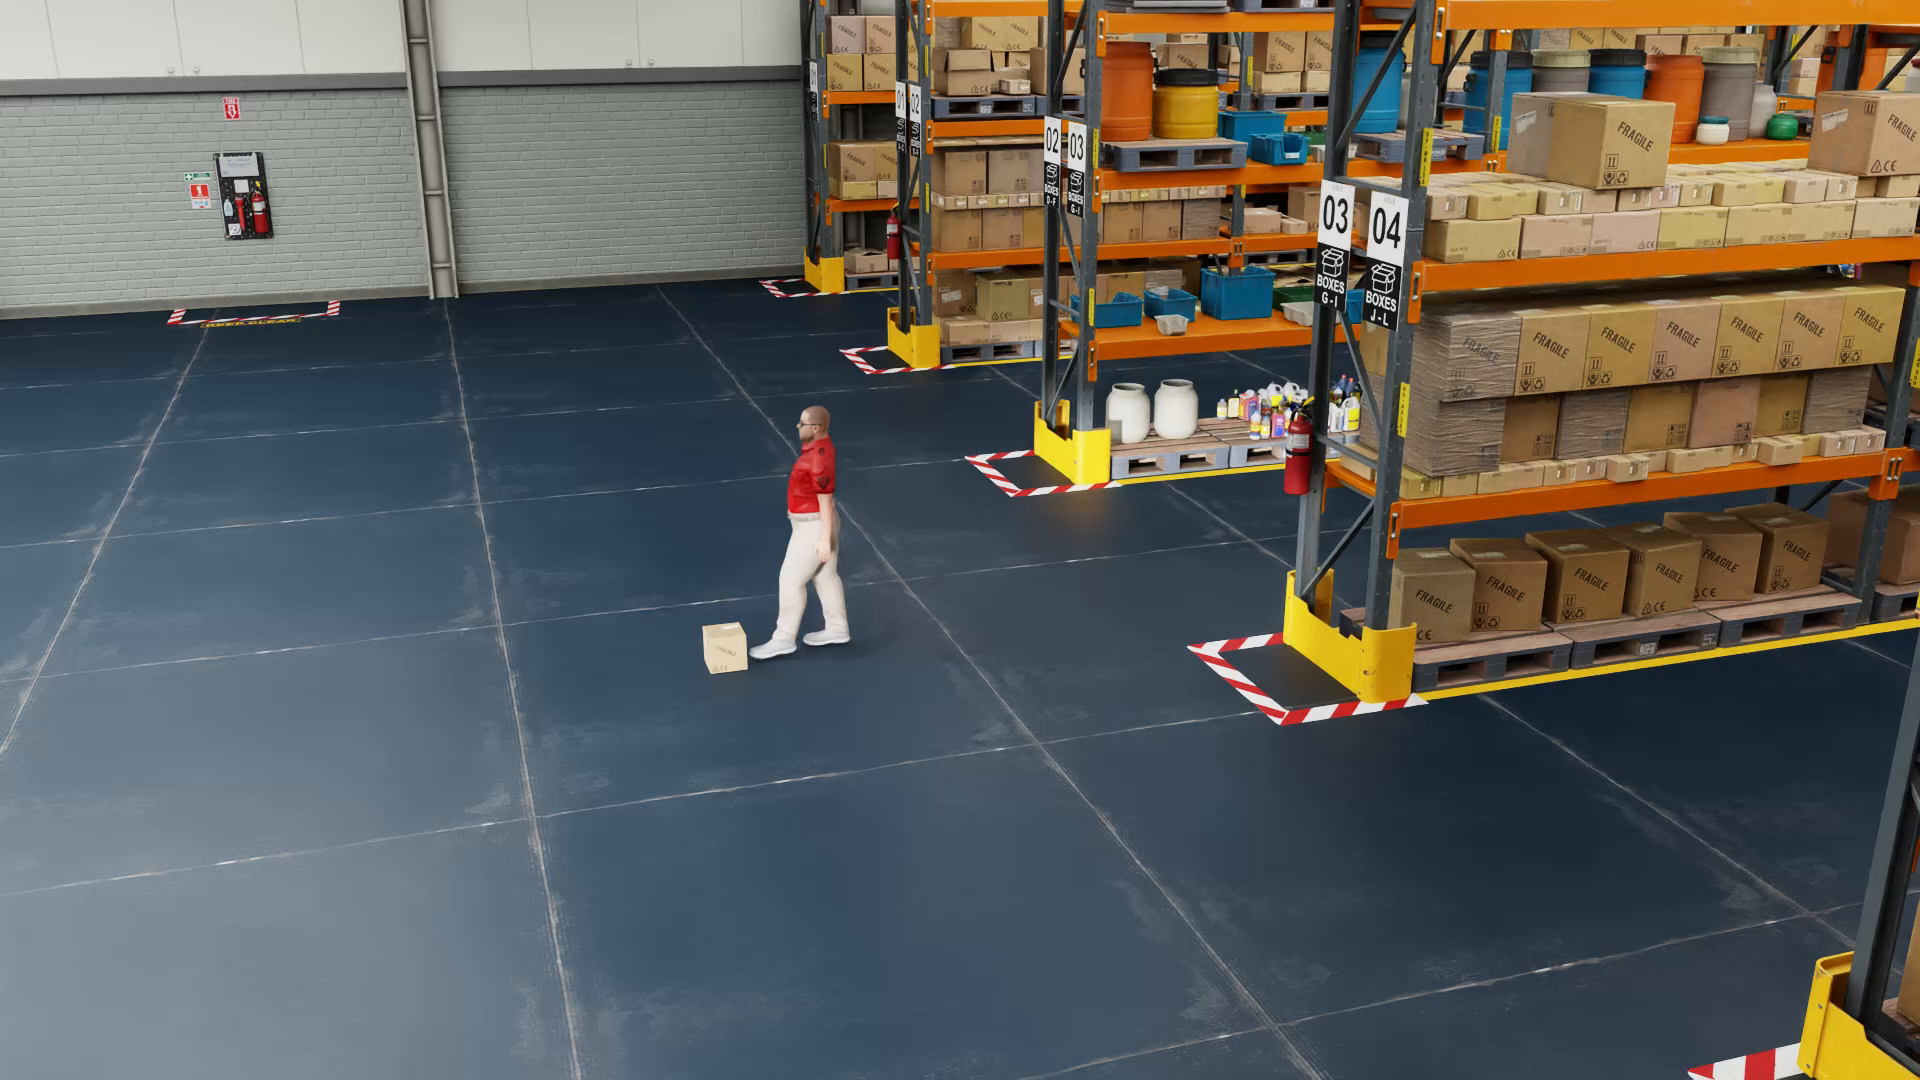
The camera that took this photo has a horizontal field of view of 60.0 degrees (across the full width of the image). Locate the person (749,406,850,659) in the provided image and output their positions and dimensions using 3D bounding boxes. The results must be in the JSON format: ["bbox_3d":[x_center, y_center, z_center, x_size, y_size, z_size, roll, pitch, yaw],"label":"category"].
[{"bbox_3d":[-1.106,-0.075,11.284,0.679,1.720,0.548,0,19,0],"label":"person"}]
